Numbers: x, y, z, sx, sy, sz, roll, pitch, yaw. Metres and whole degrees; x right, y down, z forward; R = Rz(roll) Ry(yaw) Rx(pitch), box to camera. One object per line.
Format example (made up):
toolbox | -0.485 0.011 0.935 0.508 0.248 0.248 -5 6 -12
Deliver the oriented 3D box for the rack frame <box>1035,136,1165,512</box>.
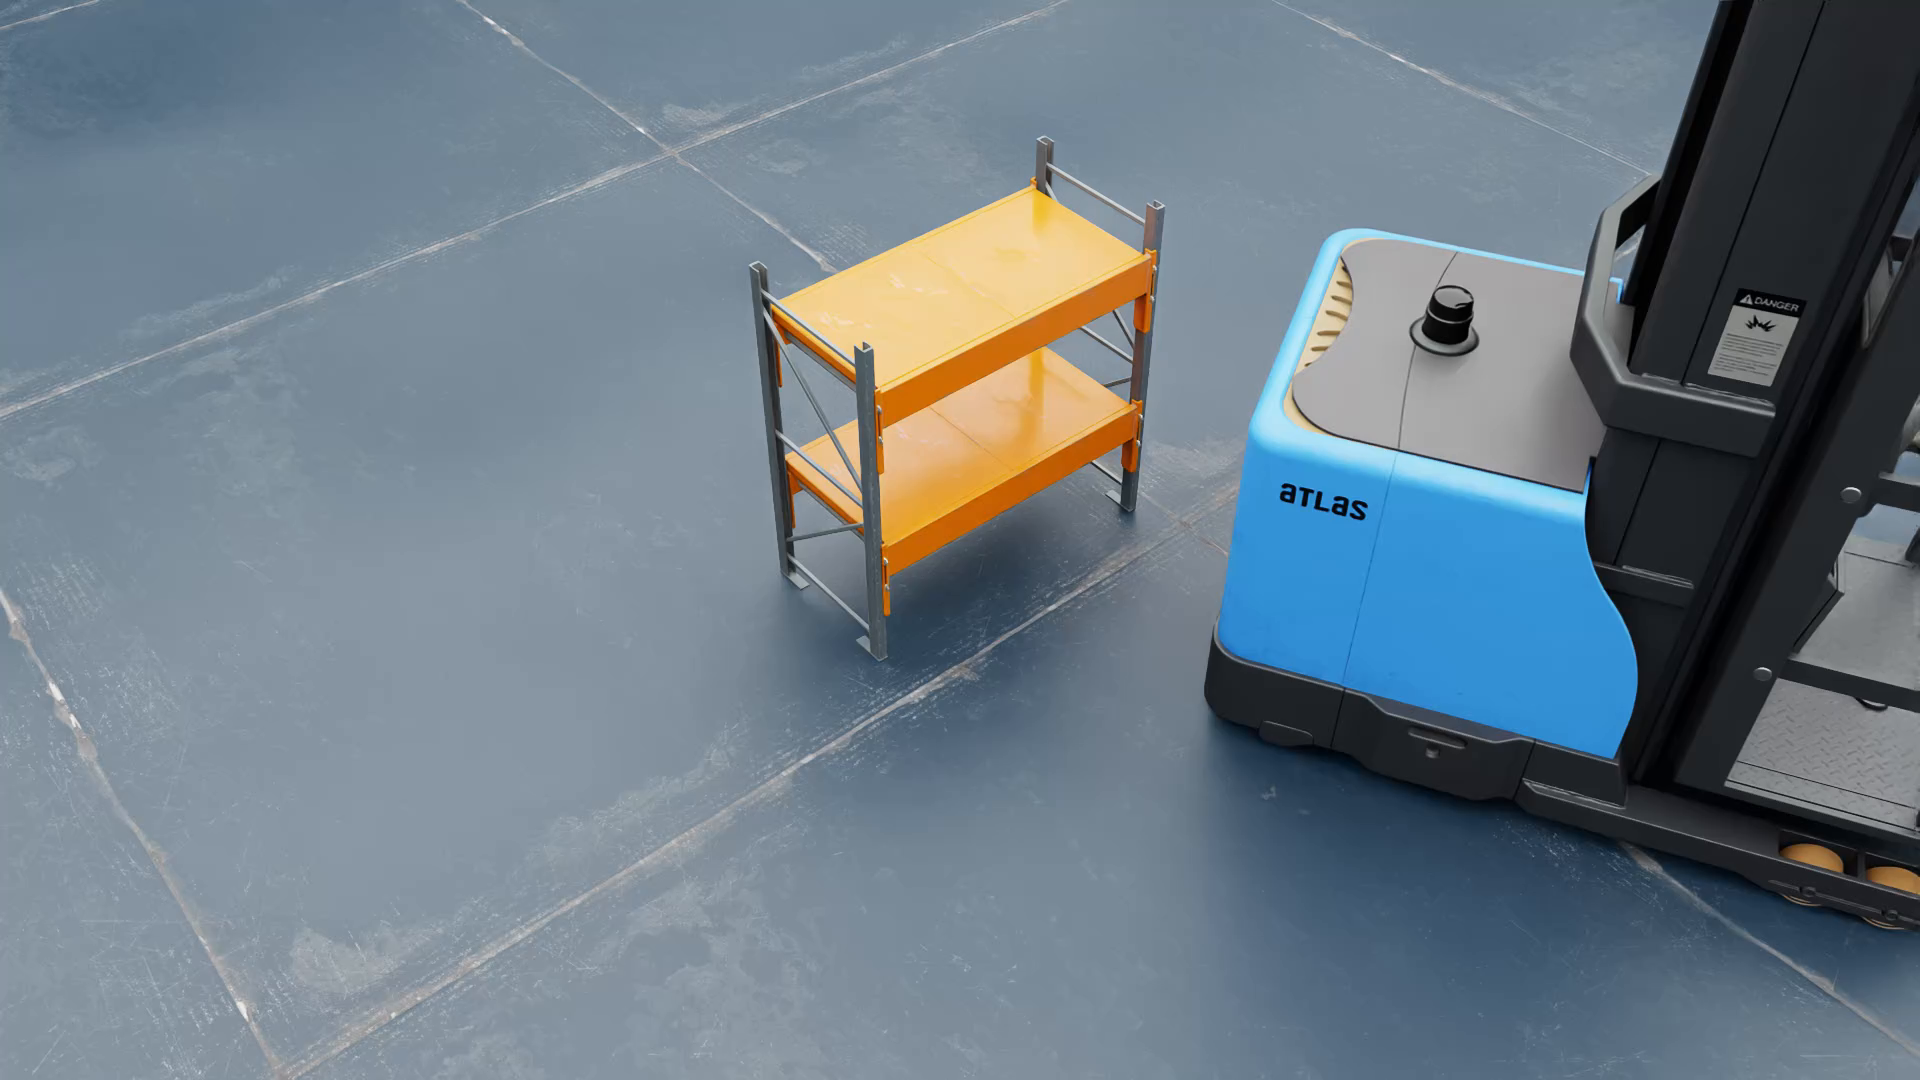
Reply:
rack frame | 0.395 -0.636 5.106 0.032 1.125 0.500 -30 51 -28

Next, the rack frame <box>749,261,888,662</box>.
rack frame | -0.385 -0.190 4.630 0.032 1.125 0.500 -30 51 -28

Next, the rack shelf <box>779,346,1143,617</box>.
rack shelf | 0.005 -0.235 5.035 1.000 0.278 0.538 -30 51 -28

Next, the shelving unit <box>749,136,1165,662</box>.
shelving unit | 0.005 -0.413 4.868 1.048 1.125 0.538 -30 51 -28

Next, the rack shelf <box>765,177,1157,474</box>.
rack shelf | 0.005 -0.626 4.668 1.000 0.278 0.538 -30 51 -28

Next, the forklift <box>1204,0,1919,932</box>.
forklift | 2.258 -0.501 3.642 3.031 2.935 1.130 15 45 15
